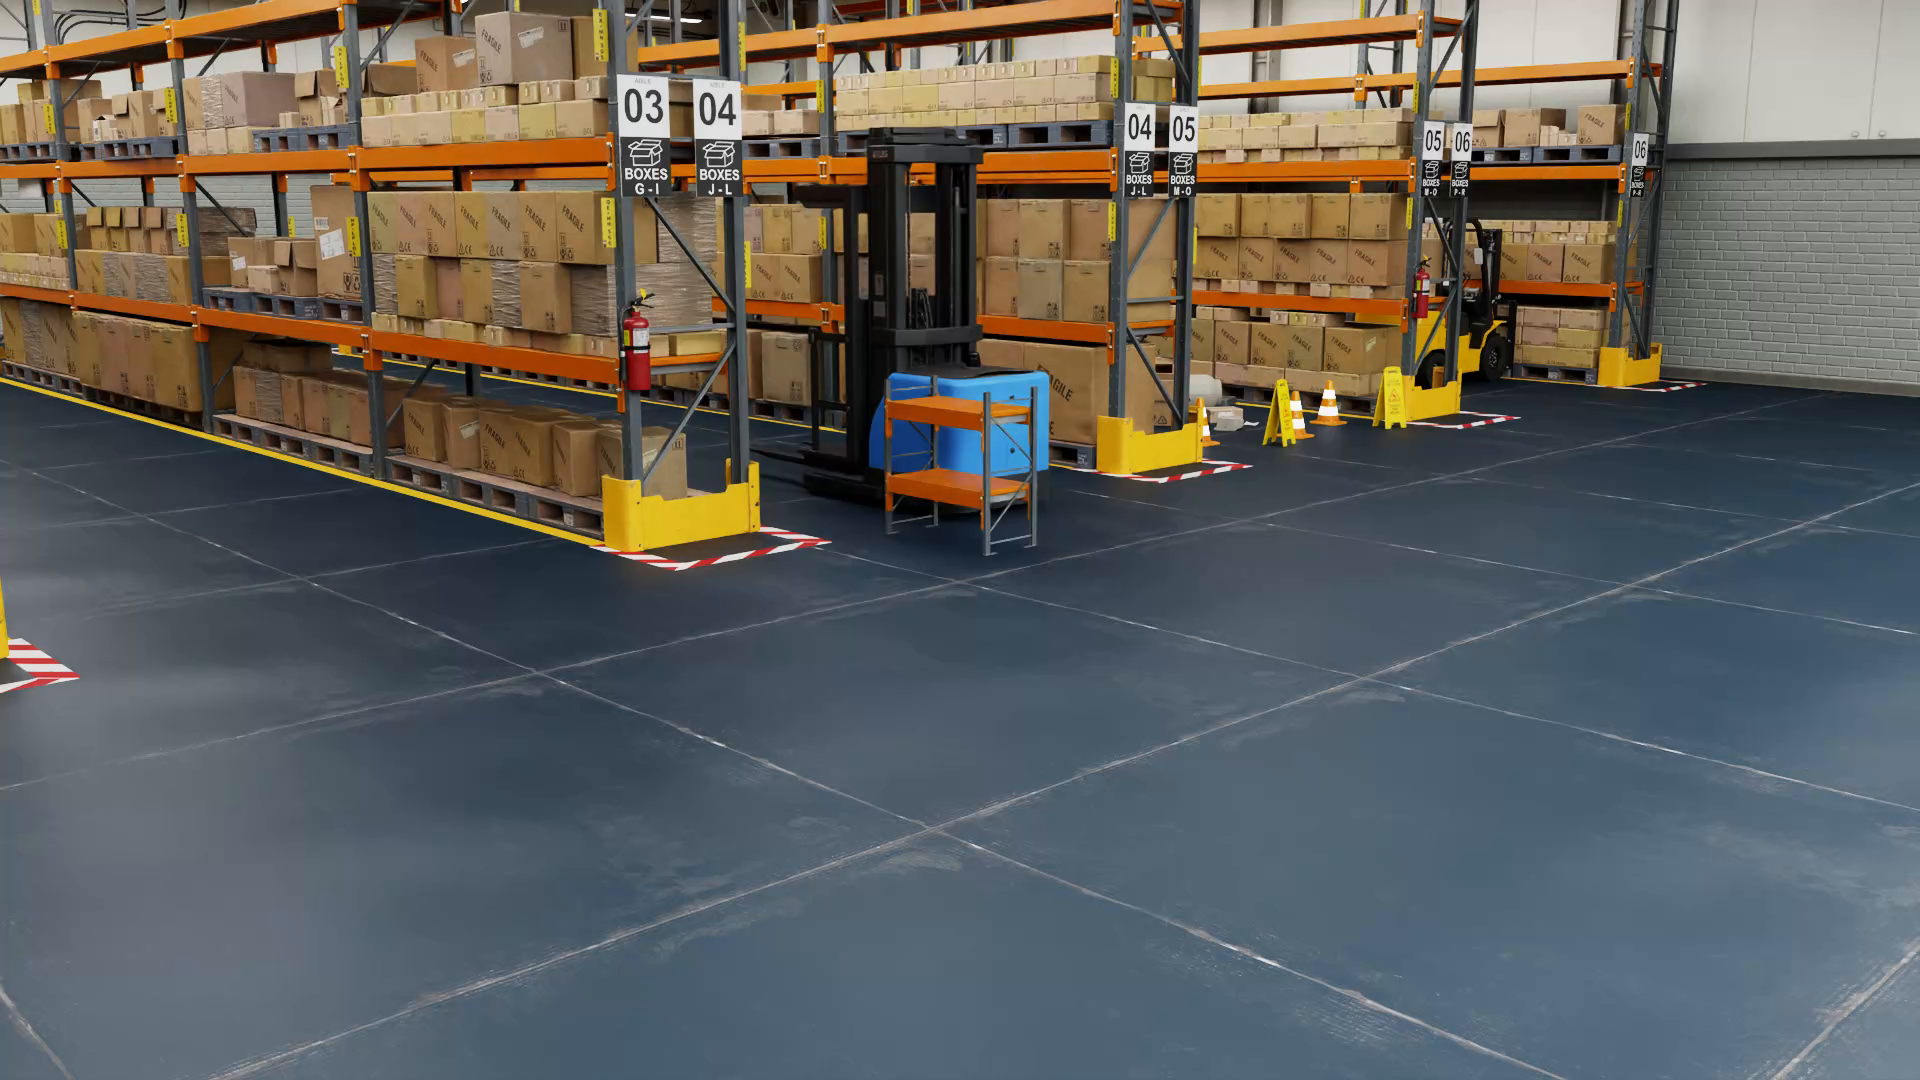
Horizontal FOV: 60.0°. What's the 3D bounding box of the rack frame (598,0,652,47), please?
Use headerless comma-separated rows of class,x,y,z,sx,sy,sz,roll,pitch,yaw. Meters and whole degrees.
rack frame,-5.816,-8.129,29.066,1.000,3.000,0.127,-11,16,-43

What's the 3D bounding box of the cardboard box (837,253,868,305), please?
cardboard box,-0.776,-2.756,17.483,0.875,0.550,0.550,-11,16,-43

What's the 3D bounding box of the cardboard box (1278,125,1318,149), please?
cardboard box,3.977,-4.583,18.921,0.500,0.250,0.500,-10,16,-41

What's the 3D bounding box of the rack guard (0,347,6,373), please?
rack guard,-13.000,-2.589,23.238,1.175,0.500,0.348,-11,16,-43

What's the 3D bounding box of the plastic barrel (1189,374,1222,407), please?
plastic barrel,2.712,-1.684,19.036,0.512,0.421,0.421,-1,12,-4

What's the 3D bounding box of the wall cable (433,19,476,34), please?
wall cable,-9.402,-9.024,33.412,2.355,3.000,0.029,-11,16,-43

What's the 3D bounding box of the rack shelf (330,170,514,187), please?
rack shelf,-7.945,-5.311,24.605,1.077,0.370,4.000,-11,16,-43

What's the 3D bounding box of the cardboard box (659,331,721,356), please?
cardboard box,-1.959,-1.426,12.023,0.380,0.149,0.250,-11,16,-43

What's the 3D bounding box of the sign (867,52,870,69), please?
sign,-1.813,-9.430,32.677,0.100,0.325,0.005,-11,16,-43

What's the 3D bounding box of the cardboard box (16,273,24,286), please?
cardboard box,-11.914,-3.364,21.430,0.250,0.149,0.380,11,16,44

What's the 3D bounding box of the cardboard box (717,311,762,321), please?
cardboard box,-3.410,-3.664,27.571,0.875,0.438,0.875,-11,16,-43

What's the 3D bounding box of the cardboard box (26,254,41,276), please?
cardboard box,-11.428,-3.475,20.982,0.500,0.250,0.500,-10,16,-41

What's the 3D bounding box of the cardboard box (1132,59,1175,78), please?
cardboard box,1.723,-4.235,14.959,0.380,0.149,0.250,-11,16,-42

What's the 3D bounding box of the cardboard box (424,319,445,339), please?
cardboard box,-4.087,-1.714,13.418,0.380,0.149,0.250,-11,16,-43

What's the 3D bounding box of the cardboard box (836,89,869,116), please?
cardboard box,-0.904,-4.420,16.845,0.500,0.250,0.500,-11,16,-42

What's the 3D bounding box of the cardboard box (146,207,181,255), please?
cardboard box,-8.400,-3.387,18.182,0.797,0.503,0.637,-10,16,-41

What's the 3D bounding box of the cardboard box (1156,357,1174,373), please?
cardboard box,2.683,-2.174,20.805,0.500,0.250,0.500,11,16,43

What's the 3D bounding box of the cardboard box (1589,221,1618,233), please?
cardboard box,8.421,-4.083,21.703,0.380,0.149,0.250,-11,16,-42

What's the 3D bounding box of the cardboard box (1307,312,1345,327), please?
cardboard box,4.189,-2.524,19.037,0.380,0.149,0.250,-10,15,-41

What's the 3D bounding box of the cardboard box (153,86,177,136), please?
cardboard box,-7.932,-4.446,17.329,0.797,0.503,0.637,-10,15,-39

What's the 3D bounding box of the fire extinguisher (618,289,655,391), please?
fire extinguisher,-2.189,-1.356,11.249,0.296,0.674,0.183,-11,16,-43

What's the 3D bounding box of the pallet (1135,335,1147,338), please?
pallet,2.808,-3.464,28.200,1.003,0.211,1.213,-11,16,-43

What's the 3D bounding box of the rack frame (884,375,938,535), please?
rack frame,-0.356,-0.626,12.163,0.500,1.125,0.032,-11,16,-43

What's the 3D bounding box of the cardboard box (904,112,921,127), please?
cardboard box,-0.330,-4.087,16.214,0.380,0.149,0.250,-11,16,-43

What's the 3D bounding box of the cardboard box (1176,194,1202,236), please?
cardboard box,2.955,-3.952,20.195,0.700,0.500,0.500,-11,16,-42

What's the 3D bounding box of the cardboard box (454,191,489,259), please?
cardboard box,-3.525,-2.424,12.782,0.500,0.500,0.500,-11,16,-43

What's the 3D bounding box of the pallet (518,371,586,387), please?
pallet,-5.179,-2.245,22.285,1.003,0.211,1.213,-11,16,-43

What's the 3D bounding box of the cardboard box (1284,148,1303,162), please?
cardboard box,3.920,-4.405,19.050,0.250,0.149,0.380,11,16,44

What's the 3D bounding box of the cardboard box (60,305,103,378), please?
cardboard box,-10.619,-2.498,20.829,0.875,0.875,0.875,-11,16,-43

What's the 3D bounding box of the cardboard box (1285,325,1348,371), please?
cardboard box,4.128,-2.238,19.255,0.500,0.500,0.500,-10,15,-40

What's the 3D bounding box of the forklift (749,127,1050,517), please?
forklift,-0.643,-1.850,13.630,1.130,2.935,3.031,-10,15,-41

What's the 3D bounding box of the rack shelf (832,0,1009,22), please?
rack shelf,-0.848,-9.805,30.746,1.077,0.370,4.000,-11,16,-43

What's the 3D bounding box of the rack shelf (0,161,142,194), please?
rack shelf,-11.602,-4.634,21.322,1.077,0.370,4.000,-11,16,-43

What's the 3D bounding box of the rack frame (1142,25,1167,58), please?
rack frame,3.296,-7.653,26.759,1.000,3.000,0.127,-11,16,-43

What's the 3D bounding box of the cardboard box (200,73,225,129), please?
cardboard box,-6.973,-4.226,16.070,0.500,0.500,0.500,-11,16,-42

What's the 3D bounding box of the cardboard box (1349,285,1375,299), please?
cardboard box,4.565,-2.779,18.587,0.380,0.149,0.250,-11,16,-43

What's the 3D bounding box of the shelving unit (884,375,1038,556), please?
shelving unit,-0.005,-0.552,11.803,0.538,1.125,1.048,-11,16,-43

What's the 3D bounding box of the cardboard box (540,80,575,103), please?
cardboard box,-2.715,-3.141,11.676,0.250,0.149,0.380,11,16,43

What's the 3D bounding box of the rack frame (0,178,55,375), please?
rack frame,-12.984,-3.810,22.968,1.000,3.000,0.127,-11,16,-43

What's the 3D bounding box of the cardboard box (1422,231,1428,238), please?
cardboard box,6.585,-4.297,23.478,0.380,0.149,0.250,-10,16,-41

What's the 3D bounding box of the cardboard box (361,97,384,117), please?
cardboard box,-4.695,-3.559,13.701,0.250,0.149,0.380,11,16,44

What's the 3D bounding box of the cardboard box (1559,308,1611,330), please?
cardboard box,8.277,-2.920,21.947,0.500,0.250,0.500,-10,15,-41

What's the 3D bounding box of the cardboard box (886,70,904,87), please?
cardboard box,-0.507,-4.514,16.314,0.380,0.149,0.250,-11,16,-43

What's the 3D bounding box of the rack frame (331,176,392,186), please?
rack frame,-9.327,-4.486,26.252,1.000,3.000,0.127,-11,16,-43

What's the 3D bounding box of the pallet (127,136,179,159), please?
pallet,-7.942,-4.105,17.438,1.213,0.211,1.003,-10,15,-40

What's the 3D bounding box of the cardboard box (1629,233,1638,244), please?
cardboard box,8.774,-4.000,22.037,0.250,0.149,0.380,11,16,44

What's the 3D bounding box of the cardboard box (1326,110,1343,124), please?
cardboard box,4.308,-4.722,18.611,0.380,0.149,0.250,-11,16,-42

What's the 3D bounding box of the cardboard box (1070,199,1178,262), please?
cardboard box,1.495,-2.813,15.083,0.875,0.550,0.550,-11,16,-43

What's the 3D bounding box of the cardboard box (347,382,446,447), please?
cardboard box,-5.105,-1.142,15.125,0.500,0.500,0.700,10,15,41

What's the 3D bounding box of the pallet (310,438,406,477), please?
pallet,-5.235,-0.806,15.300,1.003,0.211,1.213,-11,16,-43

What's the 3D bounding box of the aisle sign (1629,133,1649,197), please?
aisle sign,8.654,-4.770,21.190,0.394,0.787,0.004,-11,16,-43

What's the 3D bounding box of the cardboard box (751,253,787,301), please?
cardboard box,-1.942,-2.896,18.288,0.500,0.500,0.500,-11,16,-43

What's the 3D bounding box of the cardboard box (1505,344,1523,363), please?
cardboard box,7.592,-2.579,22.771,0.500,0.250,0.500,-11,16,-42
